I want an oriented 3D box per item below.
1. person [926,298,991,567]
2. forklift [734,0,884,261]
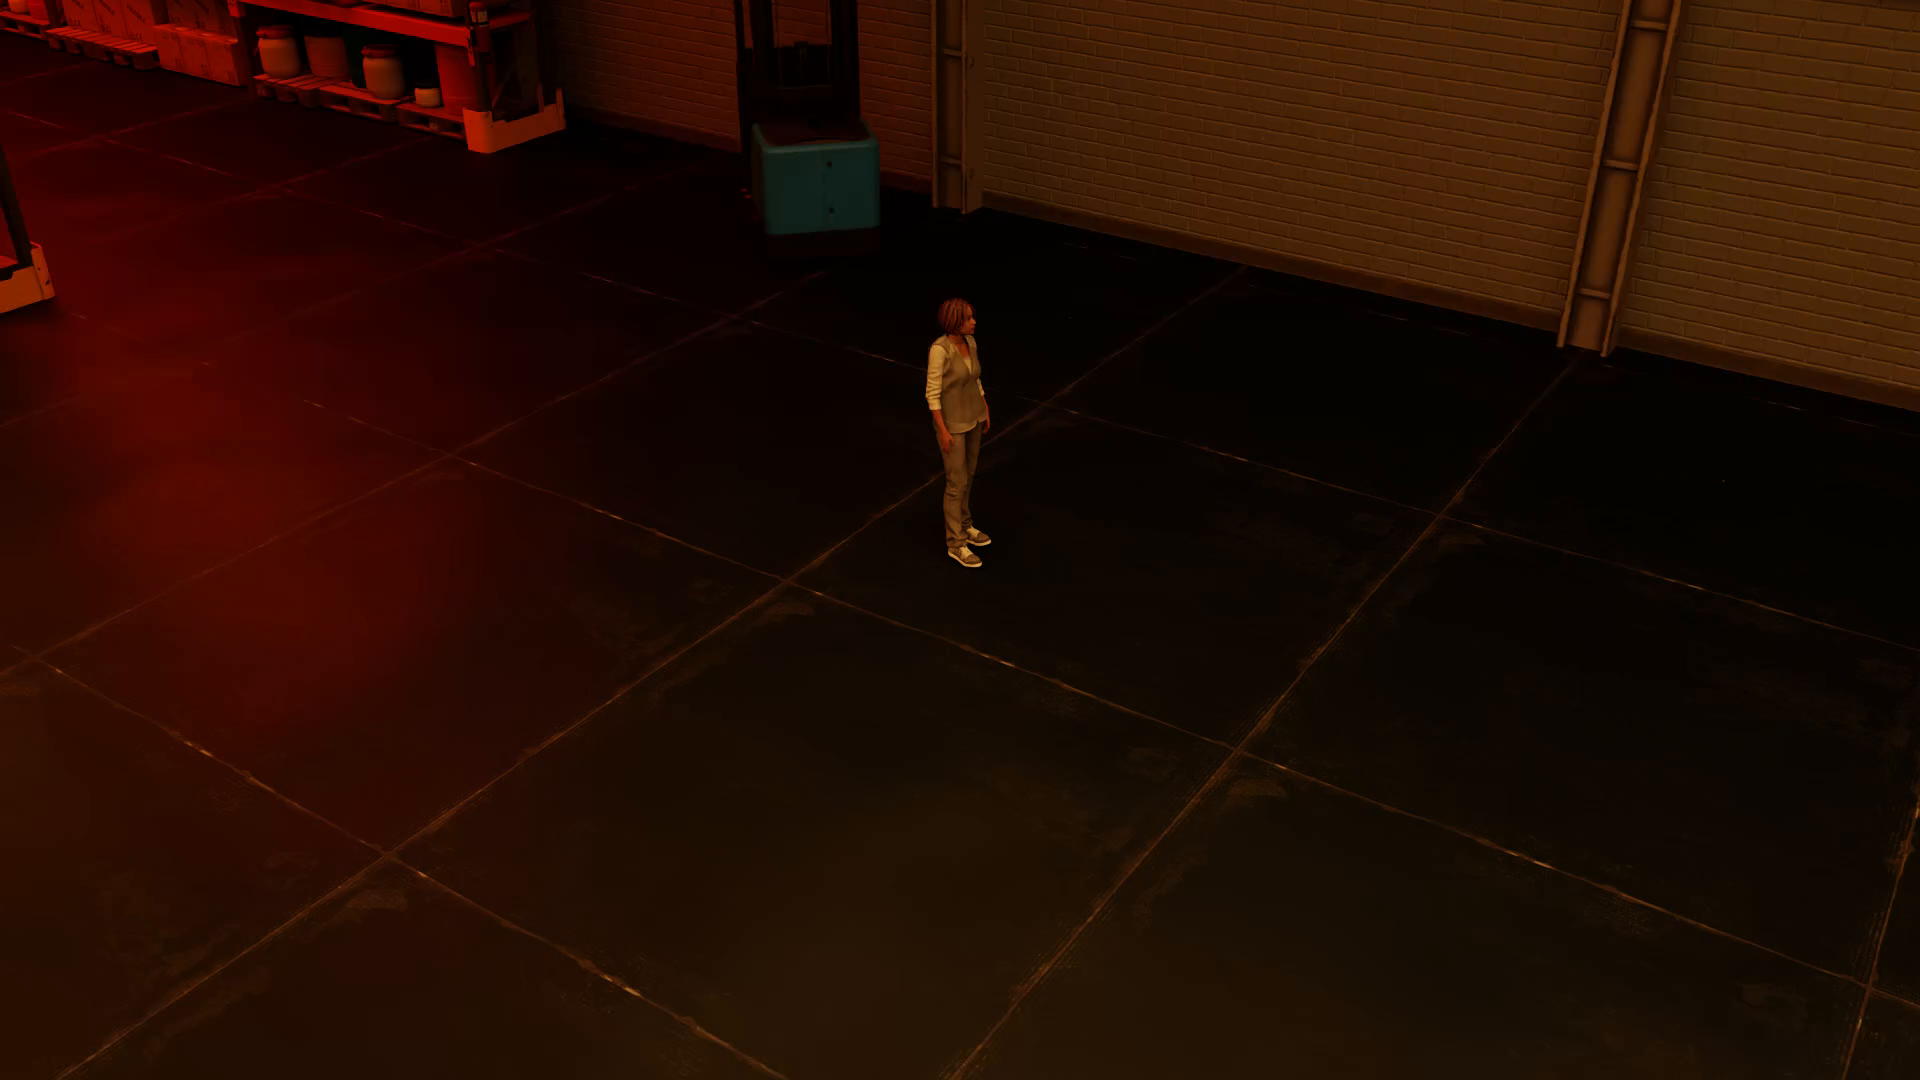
[{"bbox_3d":[0.053,-0.670,10.049,0.475,1.597,0.520,19,35,29],"label":"person"},{"bbox_3d":[-1.513,-4.433,15.215,1.130,2.935,3.031,-7,31,-11],"label":"forklift"}]
